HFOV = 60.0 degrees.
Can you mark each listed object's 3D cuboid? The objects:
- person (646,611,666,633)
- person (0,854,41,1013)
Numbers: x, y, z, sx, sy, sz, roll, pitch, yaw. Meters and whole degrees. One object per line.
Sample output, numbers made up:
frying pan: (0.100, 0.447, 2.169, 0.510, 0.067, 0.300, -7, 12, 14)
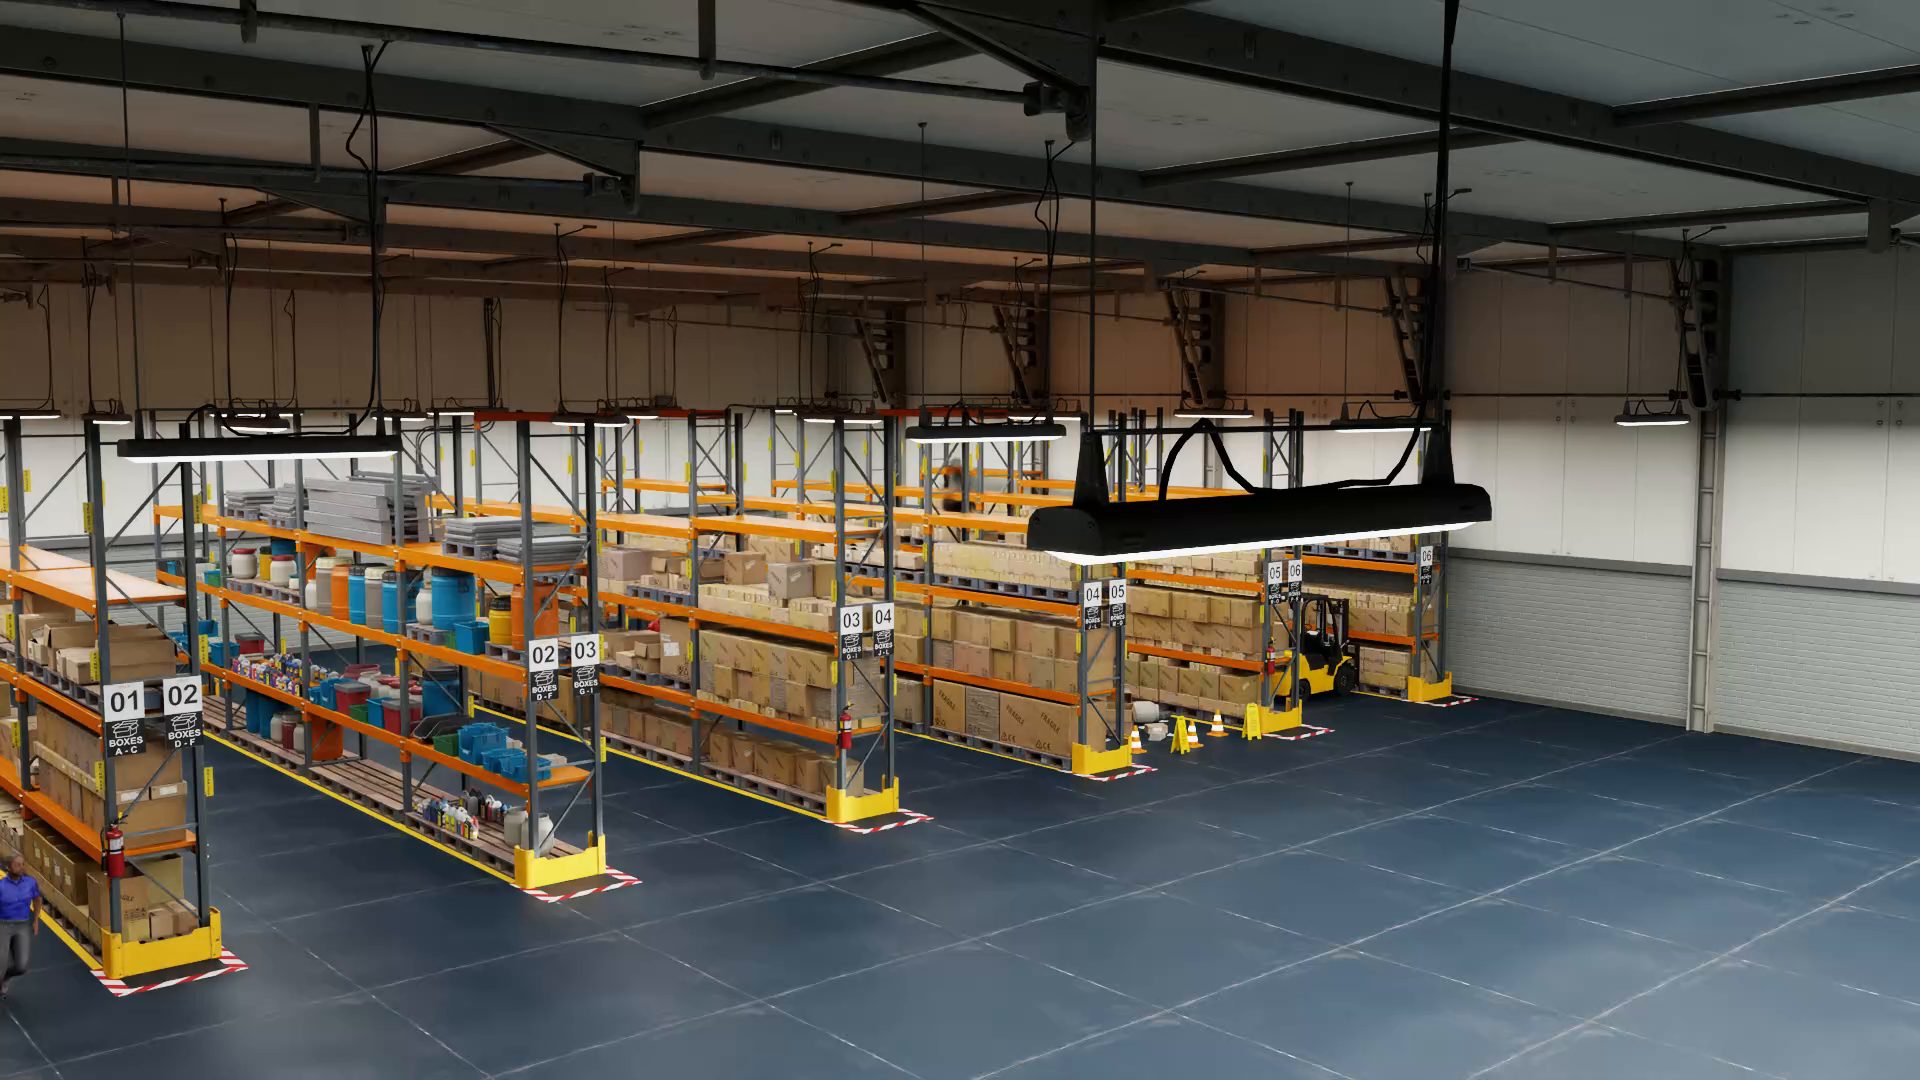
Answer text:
person: (-6.542, 2.330, 36.166, 0.635, 1.676, 0.649, 5, 7, 43)
person: (-9.793, 4.048, 17.189, 0.624, 1.617, 0.523, -5, 7, -45)
